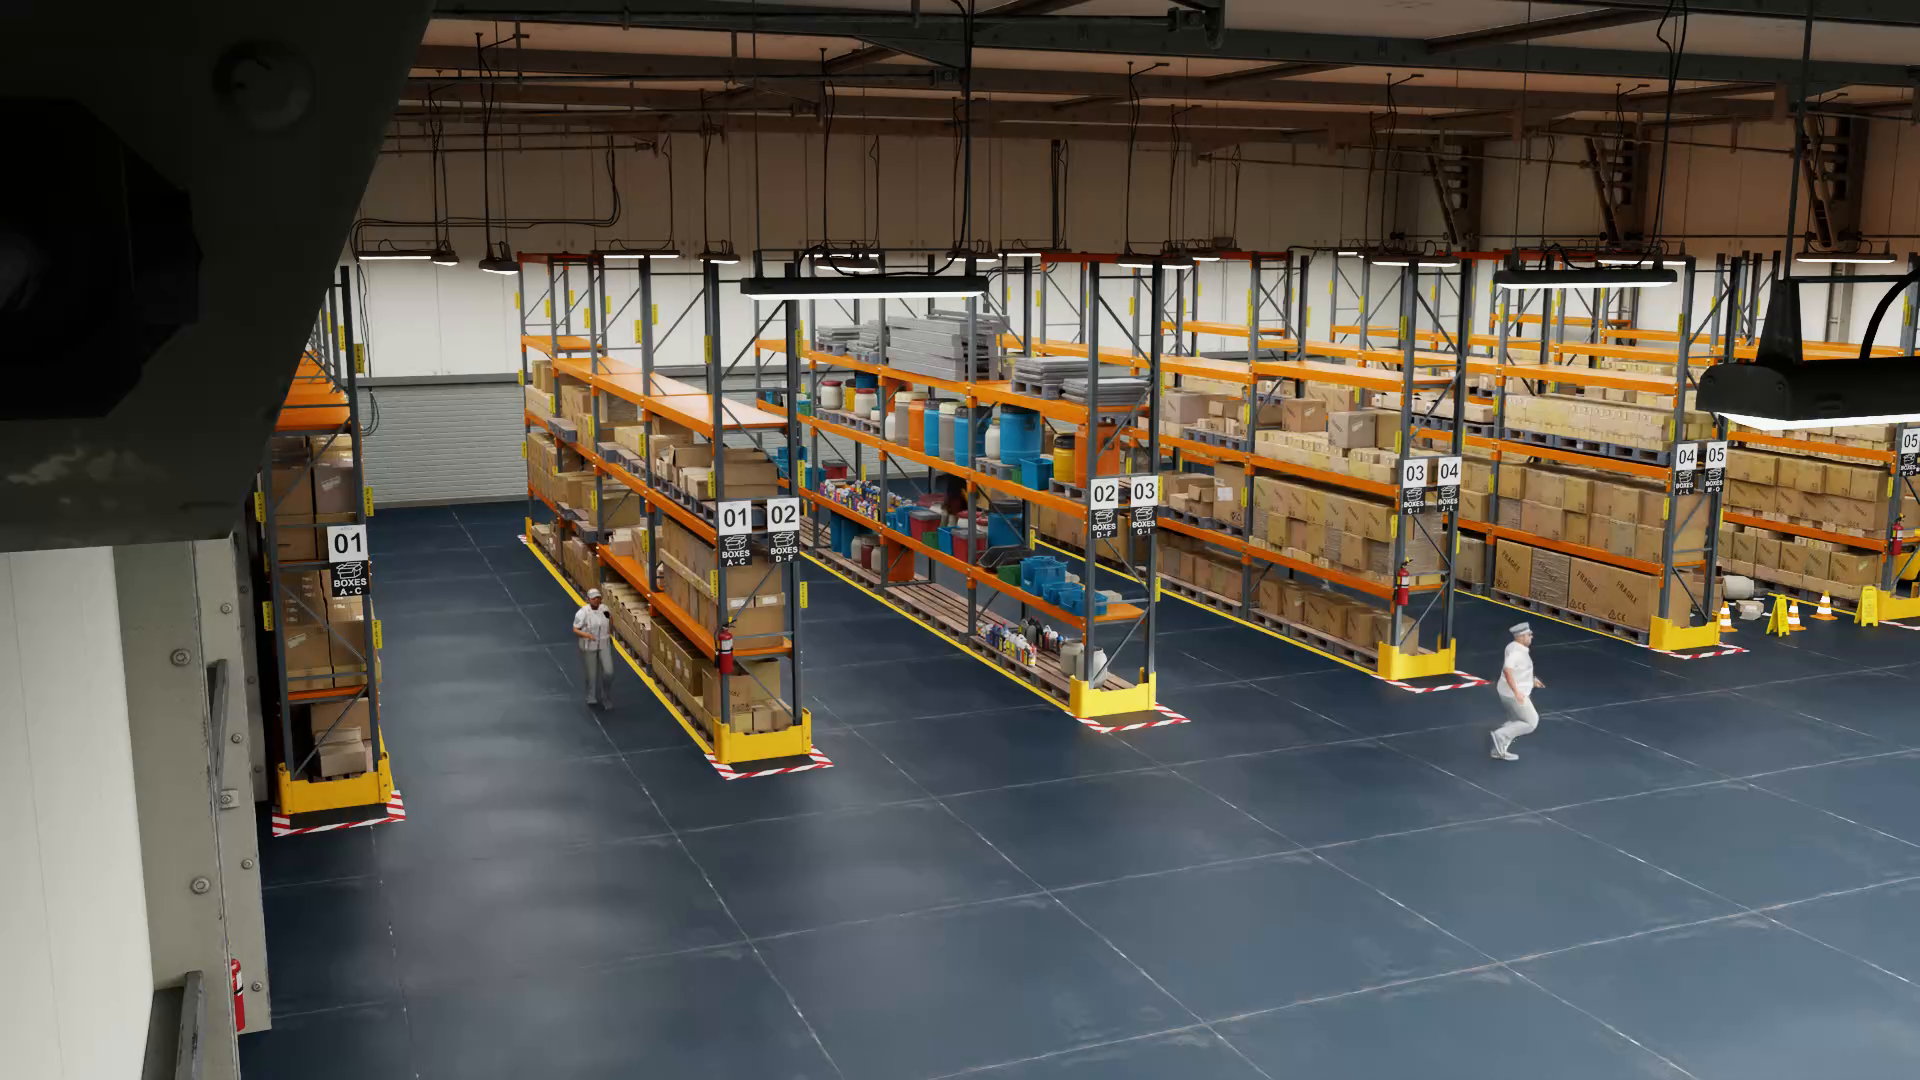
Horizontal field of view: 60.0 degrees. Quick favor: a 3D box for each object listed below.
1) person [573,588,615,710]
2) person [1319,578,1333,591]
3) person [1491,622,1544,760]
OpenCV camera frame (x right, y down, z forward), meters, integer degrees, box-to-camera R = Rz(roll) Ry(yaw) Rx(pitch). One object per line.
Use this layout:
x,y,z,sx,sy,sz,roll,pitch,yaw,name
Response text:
-4.914,1.484,22.437,0.597,1.698,0.695,-5,12,-26,person
6.597,0.086,29.775,0.685,1.736,0.597,-5,12,-27,person
6.783,1.842,20.186,0.631,1.726,0.653,2,11,9,person
